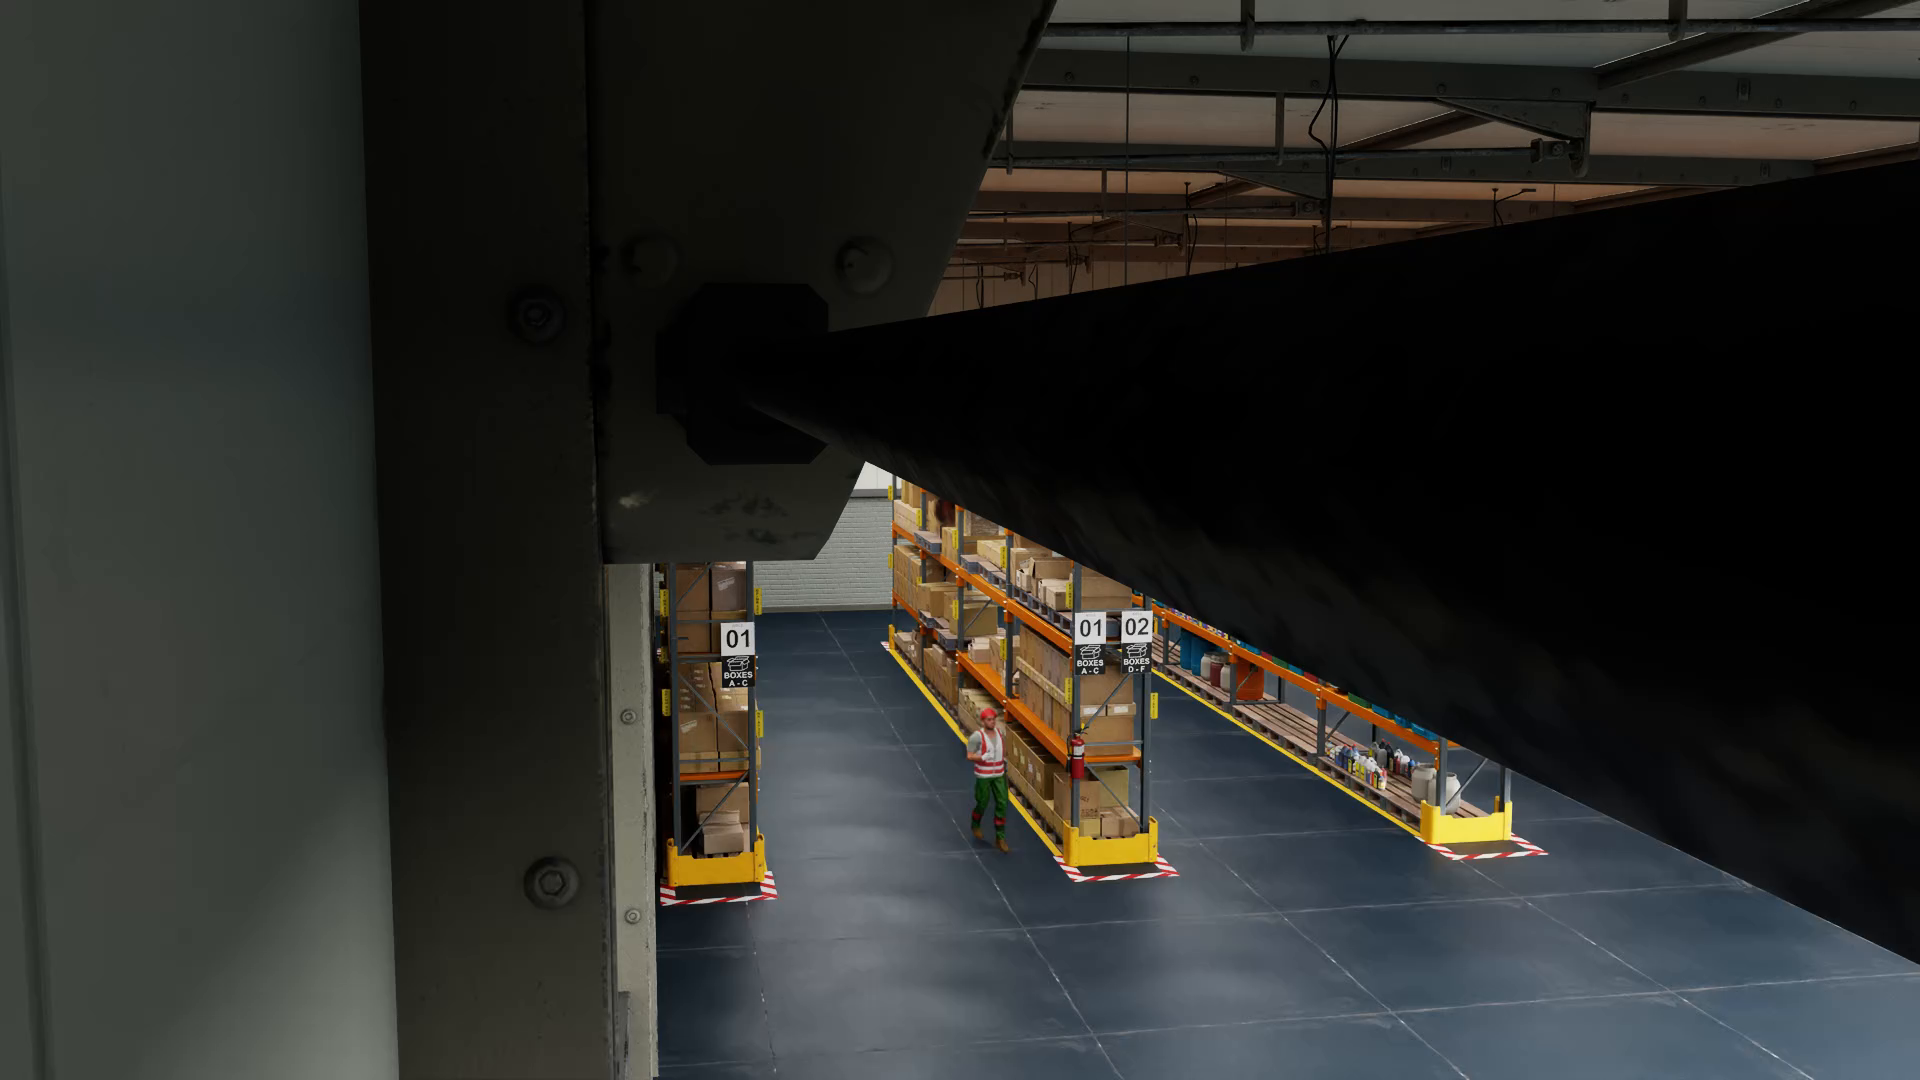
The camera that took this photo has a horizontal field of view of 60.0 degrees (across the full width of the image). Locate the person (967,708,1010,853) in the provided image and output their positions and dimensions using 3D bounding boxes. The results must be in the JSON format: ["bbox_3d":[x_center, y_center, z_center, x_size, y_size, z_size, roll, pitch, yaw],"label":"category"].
[{"bbox_3d":[0.383,3.082,21.607,0.646,1.814,0.858,-3,7,-23],"label":"person"}]
